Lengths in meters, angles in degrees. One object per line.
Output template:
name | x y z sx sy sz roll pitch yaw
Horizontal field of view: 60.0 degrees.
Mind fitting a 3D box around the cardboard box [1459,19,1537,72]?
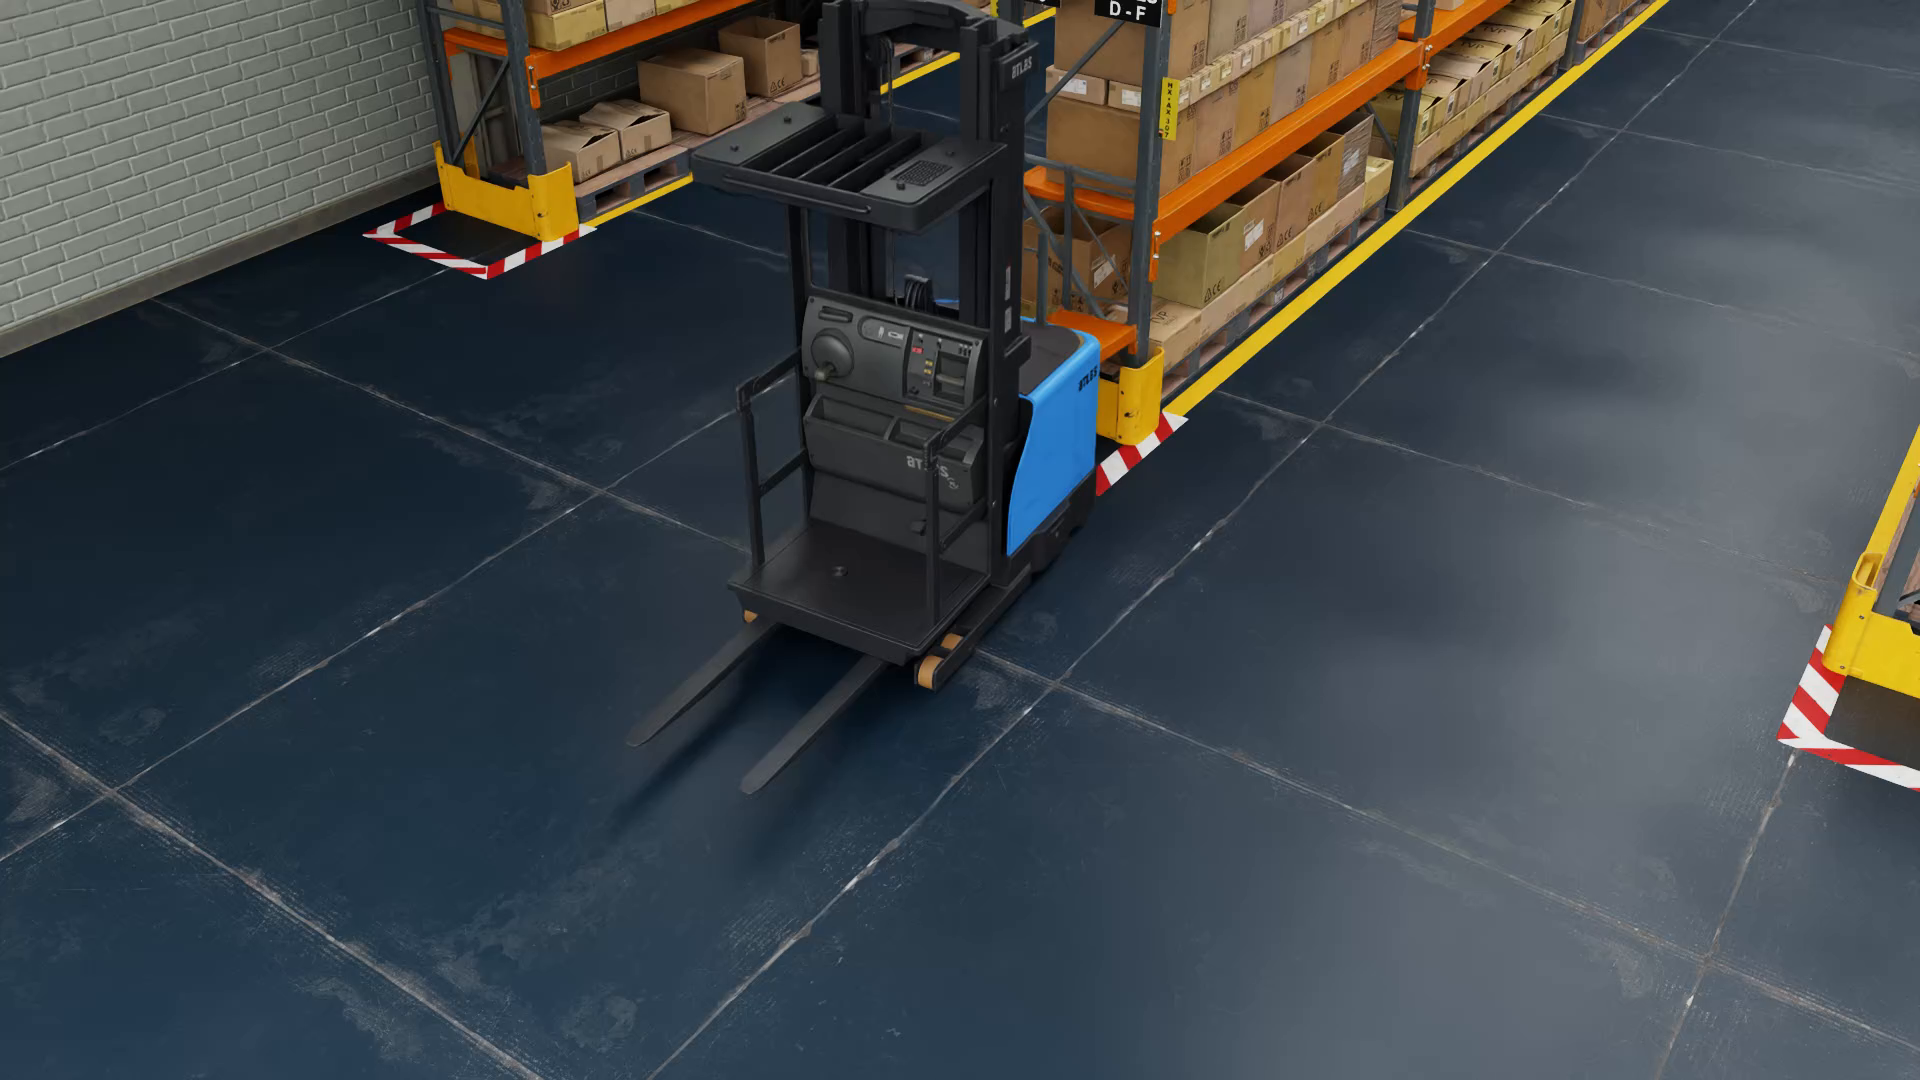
cardboard box | 4.533 -4.215 14.059 0.500 0.311 0.500 21 39 28

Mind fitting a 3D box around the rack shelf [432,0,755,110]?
rack shelf | -2.282 -4.261 13.191 1.077 0.370 4.000 21 39 28

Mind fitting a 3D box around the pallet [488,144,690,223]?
pallet | -2.887 -2.881 12.997 1.003 0.211 1.213 21 39 28

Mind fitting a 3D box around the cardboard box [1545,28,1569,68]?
cardboard box | 5.111 -4.455 14.915 0.500 0.250 0.500 22 40 29

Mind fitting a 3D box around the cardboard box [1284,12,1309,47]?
cardboard box | 1.927 -3.187 10.292 0.380 0.149 0.250 22 40 29

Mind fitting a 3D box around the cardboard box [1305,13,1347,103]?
cardboard box | 2.097 -3.260 10.979 0.700 0.500 0.500 22 40 29

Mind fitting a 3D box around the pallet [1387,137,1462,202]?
pallet | 3.318 -3.095 13.314 1.003 0.211 1.213 21 39 28

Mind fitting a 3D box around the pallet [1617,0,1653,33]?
pallet | 6.363 -5.475 16.834 1.003 0.211 1.213 21 39 28

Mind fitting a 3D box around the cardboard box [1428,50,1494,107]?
cardboard box | 3.954 -3.744 13.363 0.500 0.311 0.500 20 39 27

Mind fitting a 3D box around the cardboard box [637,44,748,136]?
cardboard box | -2.170 -3.659 13.497 0.700 0.500 0.500 19 38 25

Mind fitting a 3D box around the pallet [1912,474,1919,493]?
pallet | 5.885 -0.300 9.181 1.003 0.211 1.213 21 39 28

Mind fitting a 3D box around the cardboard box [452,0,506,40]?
cardboard box | -3.315 -3.862 12.075 0.500 0.250 0.500 22 40 29

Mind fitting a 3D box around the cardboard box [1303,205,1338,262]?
cardboard box | 2.279 -2.189 11.564 0.500 0.250 0.500 21 39 28

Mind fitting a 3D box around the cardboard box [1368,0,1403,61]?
cardboard box | 2.682 -3.734 11.680 0.700 0.500 0.500 20 39 27

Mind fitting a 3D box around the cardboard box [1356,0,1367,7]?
cardboard box | 2.512 -3.660 10.991 0.380 0.149 0.250 21 39 28

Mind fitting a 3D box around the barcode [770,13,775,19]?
barcode | -1.647 -4.587 14.584 0.001 0.075 0.075 21 39 28

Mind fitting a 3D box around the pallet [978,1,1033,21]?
pallet | -0.004 -5.247 16.496 1.003 0.211 1.213 21 39 28

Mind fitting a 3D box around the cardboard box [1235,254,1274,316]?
cardboard box | 1.705 -1.730 10.886 0.500 0.250 0.500 21 39 28

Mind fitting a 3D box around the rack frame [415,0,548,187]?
rack frame | -3.423 -3.639 11.628 1.000 3.000 0.127 21 39 28

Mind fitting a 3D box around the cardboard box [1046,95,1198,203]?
cardboard box | 0.926 -2.310 9.575 0.700 0.500 0.500 21 39 28

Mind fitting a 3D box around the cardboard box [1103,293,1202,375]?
cardboard box | 1.137 -1.269 10.204 0.500 0.250 0.500 21 39 28

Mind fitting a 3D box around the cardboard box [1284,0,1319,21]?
cardboard box | 1.823 -3.579 10.292 0.700 0.500 0.500 21 39 28

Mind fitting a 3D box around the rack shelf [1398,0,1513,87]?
rack shelf | 4.070 -4.521 13.576 1.077 0.370 4.000 21 39 28

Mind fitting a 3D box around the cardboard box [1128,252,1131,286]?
cardboard box | 0.987 -1.668 10.794 0.500 0.250 0.500 21 39 28

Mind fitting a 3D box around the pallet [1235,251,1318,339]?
pallet | 1.747 -1.827 11.439 1.003 0.211 1.213 21 39 28

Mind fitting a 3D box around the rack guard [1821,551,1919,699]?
rack guard | 4.721 0.511 7.723 1.175 0.500 0.348 21 39 28

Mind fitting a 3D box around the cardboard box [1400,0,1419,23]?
cardboard box | 3.175 -4.077 12.411 0.500 0.250 0.500 24 41 31

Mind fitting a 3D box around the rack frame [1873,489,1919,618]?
rack frame | 4.716 -0.474 6.949 1.000 3.000 0.127 21 39 28

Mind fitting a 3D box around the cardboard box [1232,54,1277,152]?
cardboard box | 1.509 -2.780 10.270 0.700 0.500 0.500 22 40 28

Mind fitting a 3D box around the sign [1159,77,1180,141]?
sign | 1.101 -2.269 8.760 0.100 0.325 0.005 21 39 28

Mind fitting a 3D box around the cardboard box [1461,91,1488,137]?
cardboard box | 3.949 -3.514 13.524 0.500 0.250 0.500 20 39 27

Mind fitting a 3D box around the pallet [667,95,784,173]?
pallet | -2.191 -3.440 13.824 1.003 0.211 1.213 21 39 28

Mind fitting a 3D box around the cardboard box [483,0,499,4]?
cardboard box | -3.329 -4.180 11.876 0.500 0.500 0.500 21 39 28

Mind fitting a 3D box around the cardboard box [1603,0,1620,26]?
cardboard box | 5.999 -5.247 15.846 0.500 0.500 0.500 20 39 27

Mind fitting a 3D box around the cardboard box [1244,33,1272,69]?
cardboard box | 1.637 -2.956 9.950 0.380 0.149 0.250 20 39 27

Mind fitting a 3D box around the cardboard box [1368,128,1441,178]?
cardboard box | 3.363 -3.040 12.823 0.500 0.250 0.500 20 39 27

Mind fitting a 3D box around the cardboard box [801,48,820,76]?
cardboard box | -1.422 -4.232 14.643 0.380 0.166 0.250 16 37 22

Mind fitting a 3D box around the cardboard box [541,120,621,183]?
cardboard box | -2.954 -2.997 12.687 0.500 0.311 0.500 17 37 23

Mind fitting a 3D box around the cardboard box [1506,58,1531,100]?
cardboard box | 4.531 -3.986 14.221 0.500 0.250 0.500 22 40 29

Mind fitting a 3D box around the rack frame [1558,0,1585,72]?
rack frame | 5.210 -5.740 14.735 1.000 3.000 0.127 21 39 28

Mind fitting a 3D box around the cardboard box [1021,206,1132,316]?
cardboard box | 0.710 -1.745 10.239 0.500 0.500 0.500 21 39 28

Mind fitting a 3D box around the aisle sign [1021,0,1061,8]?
aisle sign | 0.370 -3.199 8.657 0.394 0.787 0.004 21 39 28

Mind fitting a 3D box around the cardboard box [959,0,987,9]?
cardboard box | -0.158 -5.446 16.140 0.700 0.500 0.500 22 40 29

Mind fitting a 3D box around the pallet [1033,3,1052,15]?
pallet | 0.692 -5.806 17.323 1.003 0.211 1.213 21 39 28

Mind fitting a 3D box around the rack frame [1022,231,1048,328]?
rack frame | 0.235 -0.957 8.839 0.500 1.500 0.032 19 35 29

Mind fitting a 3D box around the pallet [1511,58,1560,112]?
pallet | 4.709 -4.218 14.975 1.003 0.211 1.213 21 39 28

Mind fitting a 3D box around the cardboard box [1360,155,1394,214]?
cardboard box | 2.845 -2.651 12.247 0.500 0.250 0.500 21 39 28

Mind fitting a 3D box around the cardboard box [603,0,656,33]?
cardboard box | -2.599 -3.951 12.207 0.500 0.250 0.500 20 39 27

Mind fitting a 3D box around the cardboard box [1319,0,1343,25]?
cardboard box | 2.225 -3.432 10.654 0.380 0.149 0.250 22 40 29

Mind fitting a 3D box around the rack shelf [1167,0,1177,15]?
rack shelf | 1.789 -3.923 10.014 1.077 0.370 4.000 21 39 28

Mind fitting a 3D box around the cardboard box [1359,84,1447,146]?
cardboard box | 3.370 -3.277 12.672 0.500 0.311 0.500 21 40 28

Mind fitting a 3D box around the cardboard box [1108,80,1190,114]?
cardboard box | 1.050 -2.480 9.247 0.380 0.149 0.250 21 39 28

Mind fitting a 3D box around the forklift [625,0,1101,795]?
forklift | -0.423 -0.796 7.486 1.130 2.935 3.031 18 38 24

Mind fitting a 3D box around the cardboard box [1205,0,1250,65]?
cardboard box | 1.251 -3.116 9.608 0.700 0.500 0.500 20 39 27

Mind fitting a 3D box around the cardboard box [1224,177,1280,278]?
cardboard box | 1.696 -2.044 10.681 0.500 0.500 0.500 21 39 28

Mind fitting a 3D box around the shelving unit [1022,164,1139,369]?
shelving unit | 0.527 -1.173 9.207 0.587 1.500 1.083 19 35 29

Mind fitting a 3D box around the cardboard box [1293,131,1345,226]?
cardboard box | 2.268 -2.504 11.360 0.500 0.500 0.500 21 39 28

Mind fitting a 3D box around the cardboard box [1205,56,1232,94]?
cardboard box | 1.341 -2.717 9.597 0.380 0.149 0.250 21 40 28

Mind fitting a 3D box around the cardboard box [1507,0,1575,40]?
cardboard box | 5.114 -4.687 14.758 0.500 0.311 0.500 22 40 29
